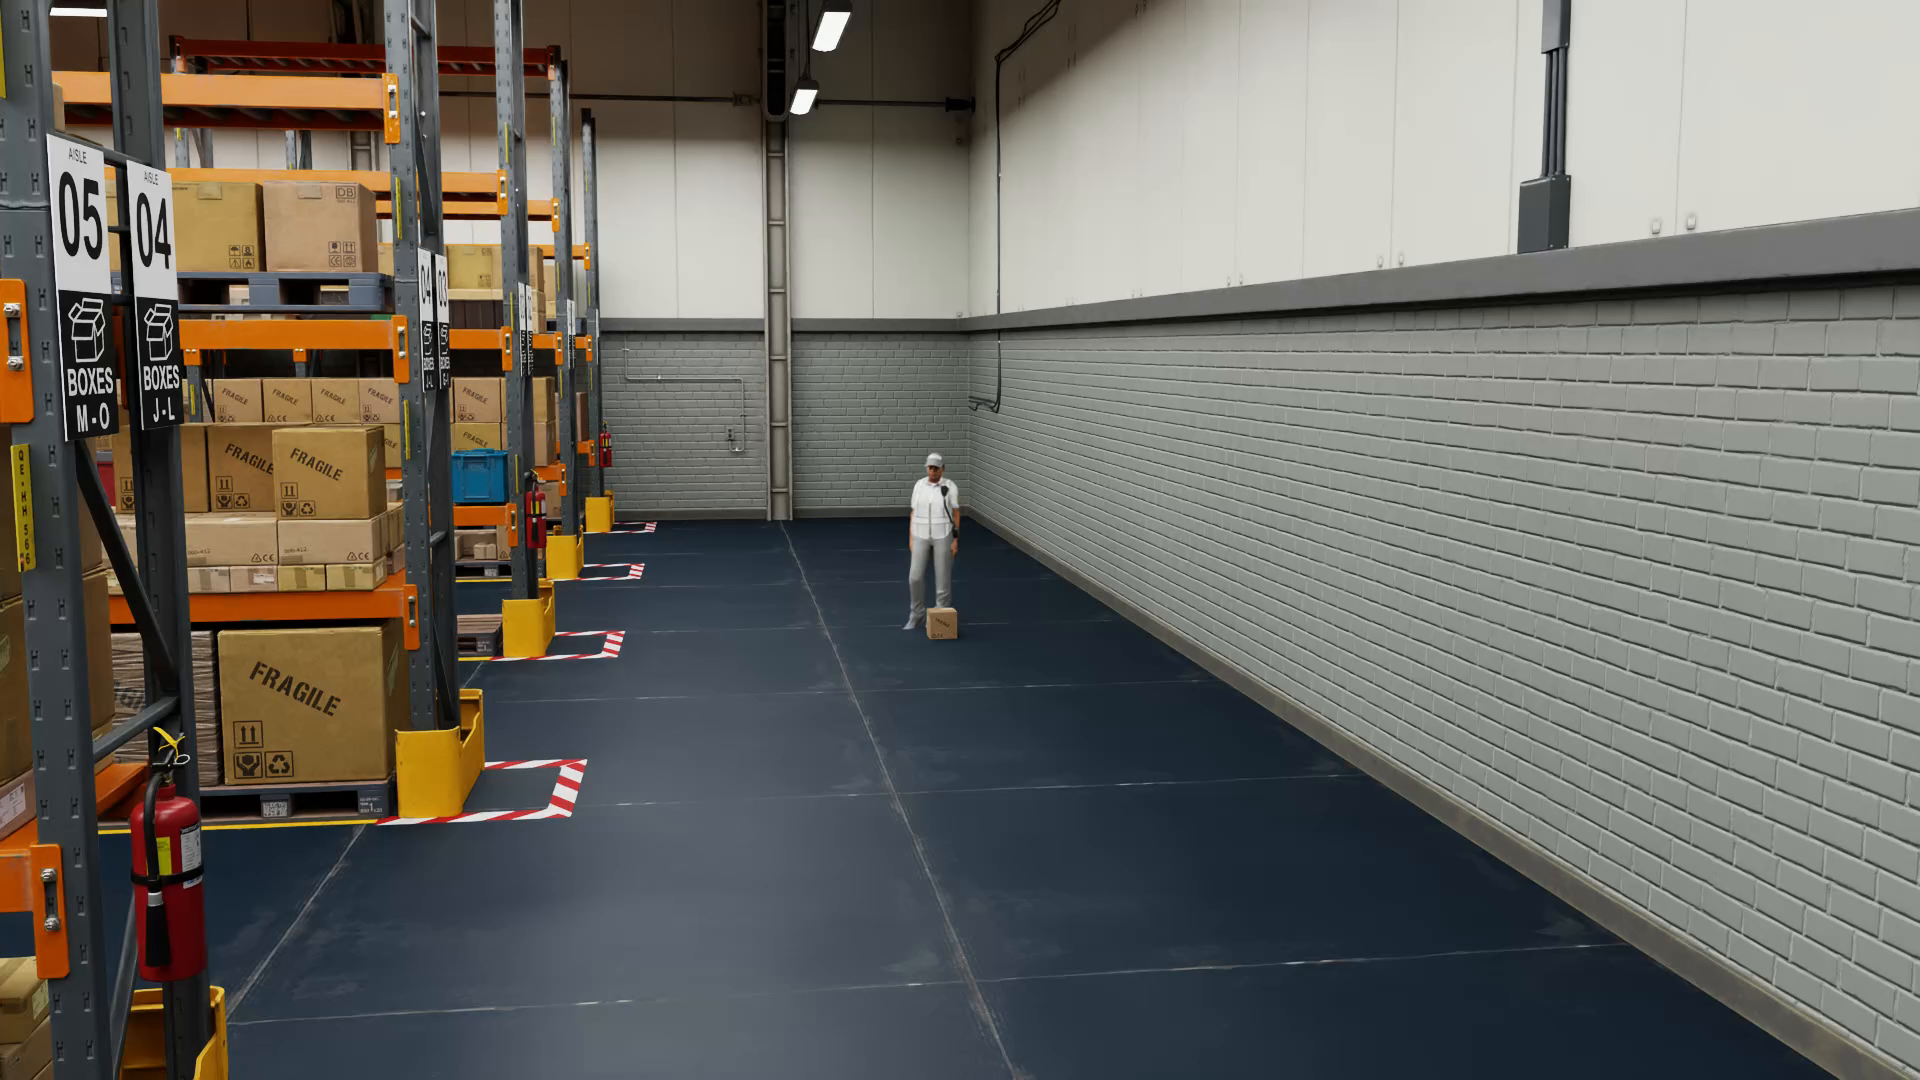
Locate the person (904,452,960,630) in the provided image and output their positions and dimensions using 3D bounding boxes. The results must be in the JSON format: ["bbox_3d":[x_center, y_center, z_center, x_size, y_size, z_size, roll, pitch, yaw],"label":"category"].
[{"bbox_3d":[-0.268,0.036,15.733,0.528,1.727,0.382,1,7,10],"label":"person"}]
